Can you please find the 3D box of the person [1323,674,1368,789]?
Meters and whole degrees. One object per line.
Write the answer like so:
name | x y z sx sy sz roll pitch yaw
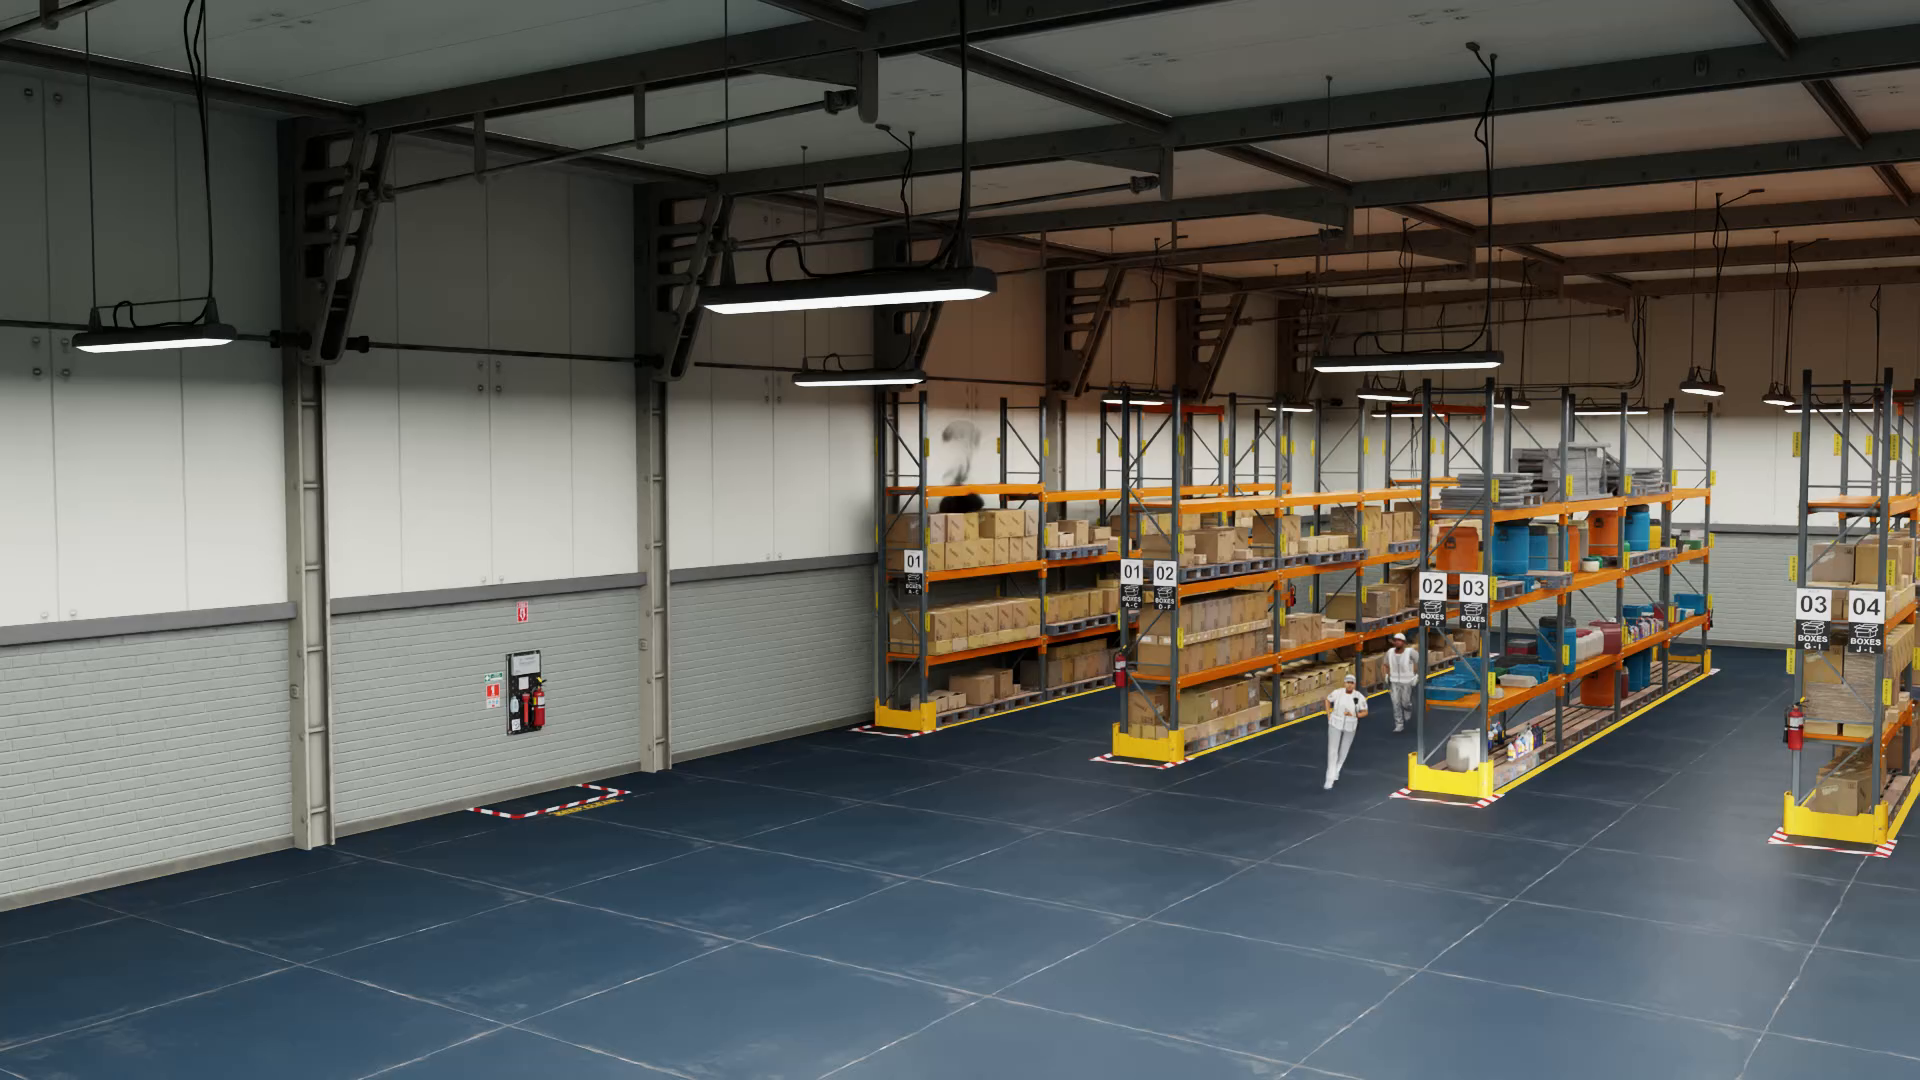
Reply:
person | 5.717 2.828 24.678 0.646 1.704 0.793 1 3 10

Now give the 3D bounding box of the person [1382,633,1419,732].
person | 7.798 2.509 29.348 0.695 1.747 0.676 2 4 31
